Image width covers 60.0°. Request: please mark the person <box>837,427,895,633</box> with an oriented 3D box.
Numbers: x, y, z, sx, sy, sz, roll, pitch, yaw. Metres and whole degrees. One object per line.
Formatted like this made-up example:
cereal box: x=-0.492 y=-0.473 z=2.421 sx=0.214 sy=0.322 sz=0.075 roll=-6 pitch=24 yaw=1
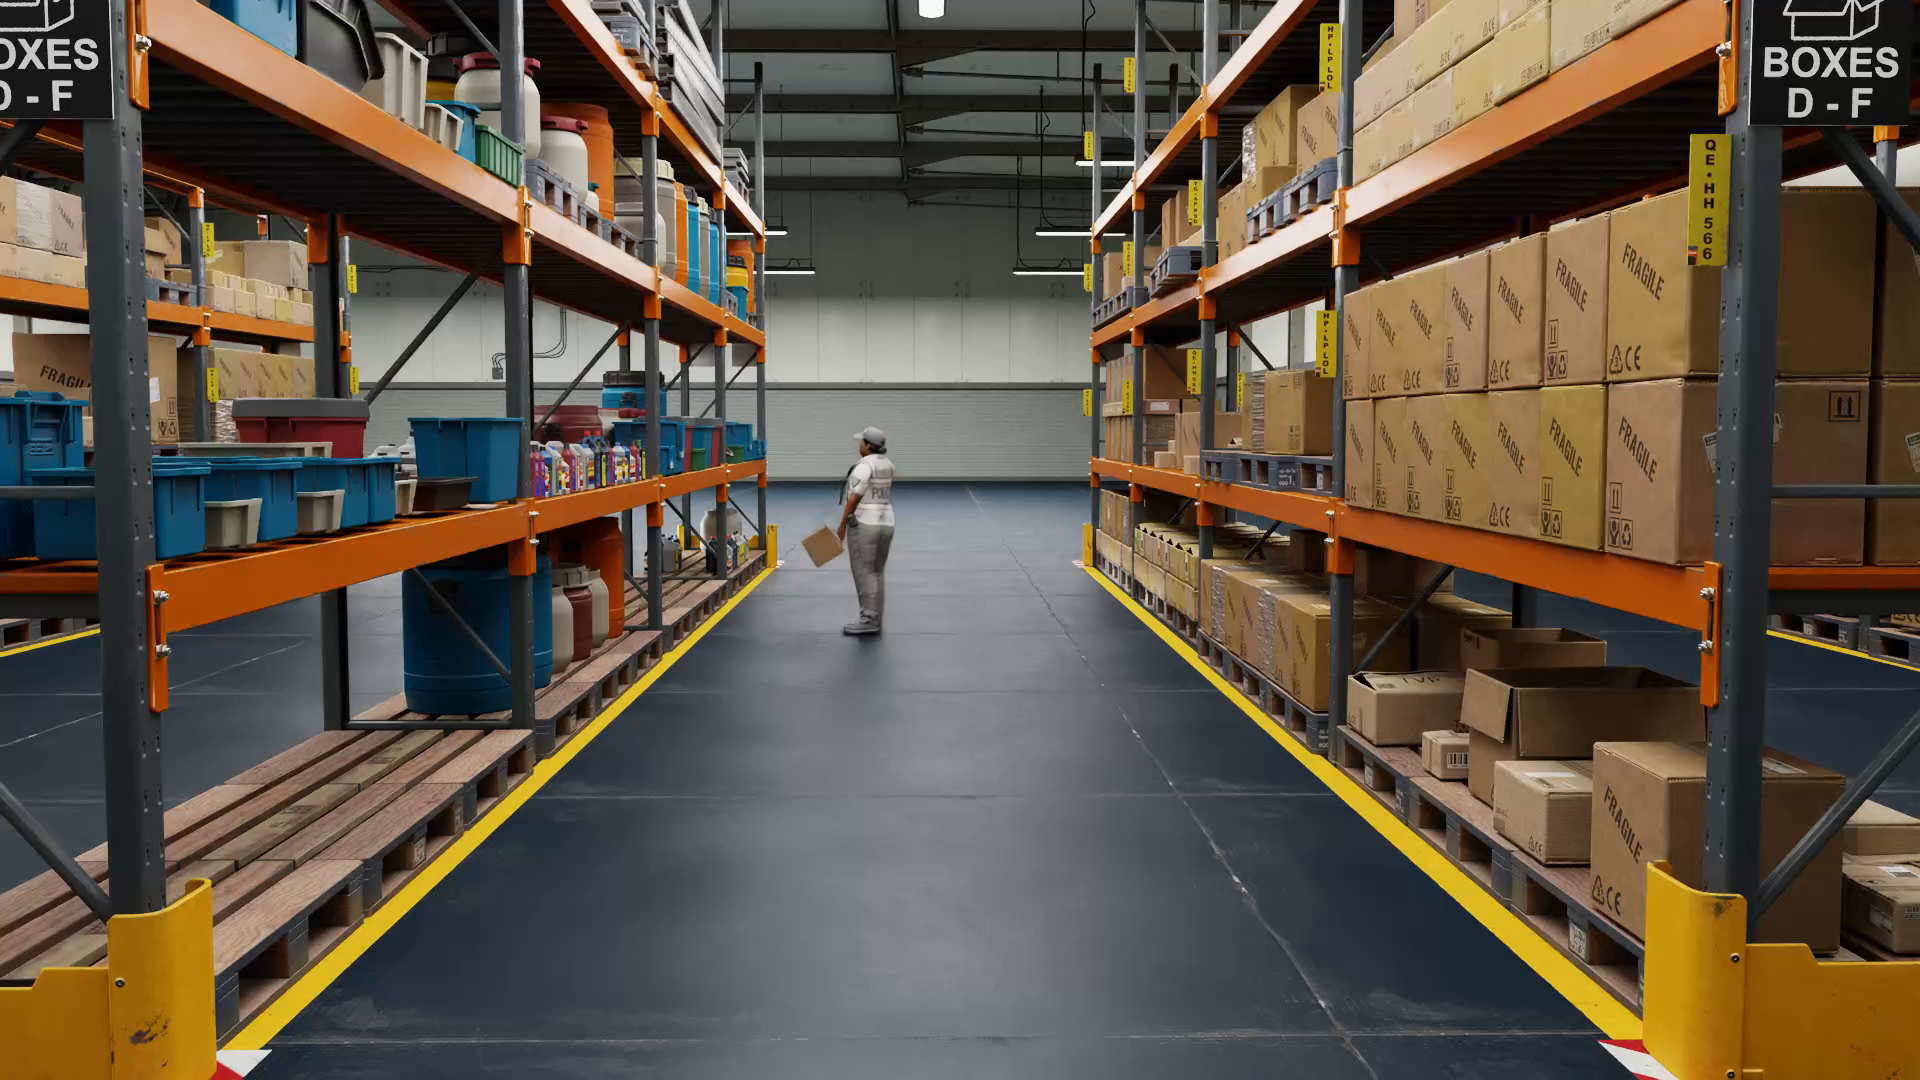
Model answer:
person: x=-0.776 y=-0.078 z=13.519 sx=0.447 sy=1.675 sz=0.483 roll=2 pitch=4 yaw=30
